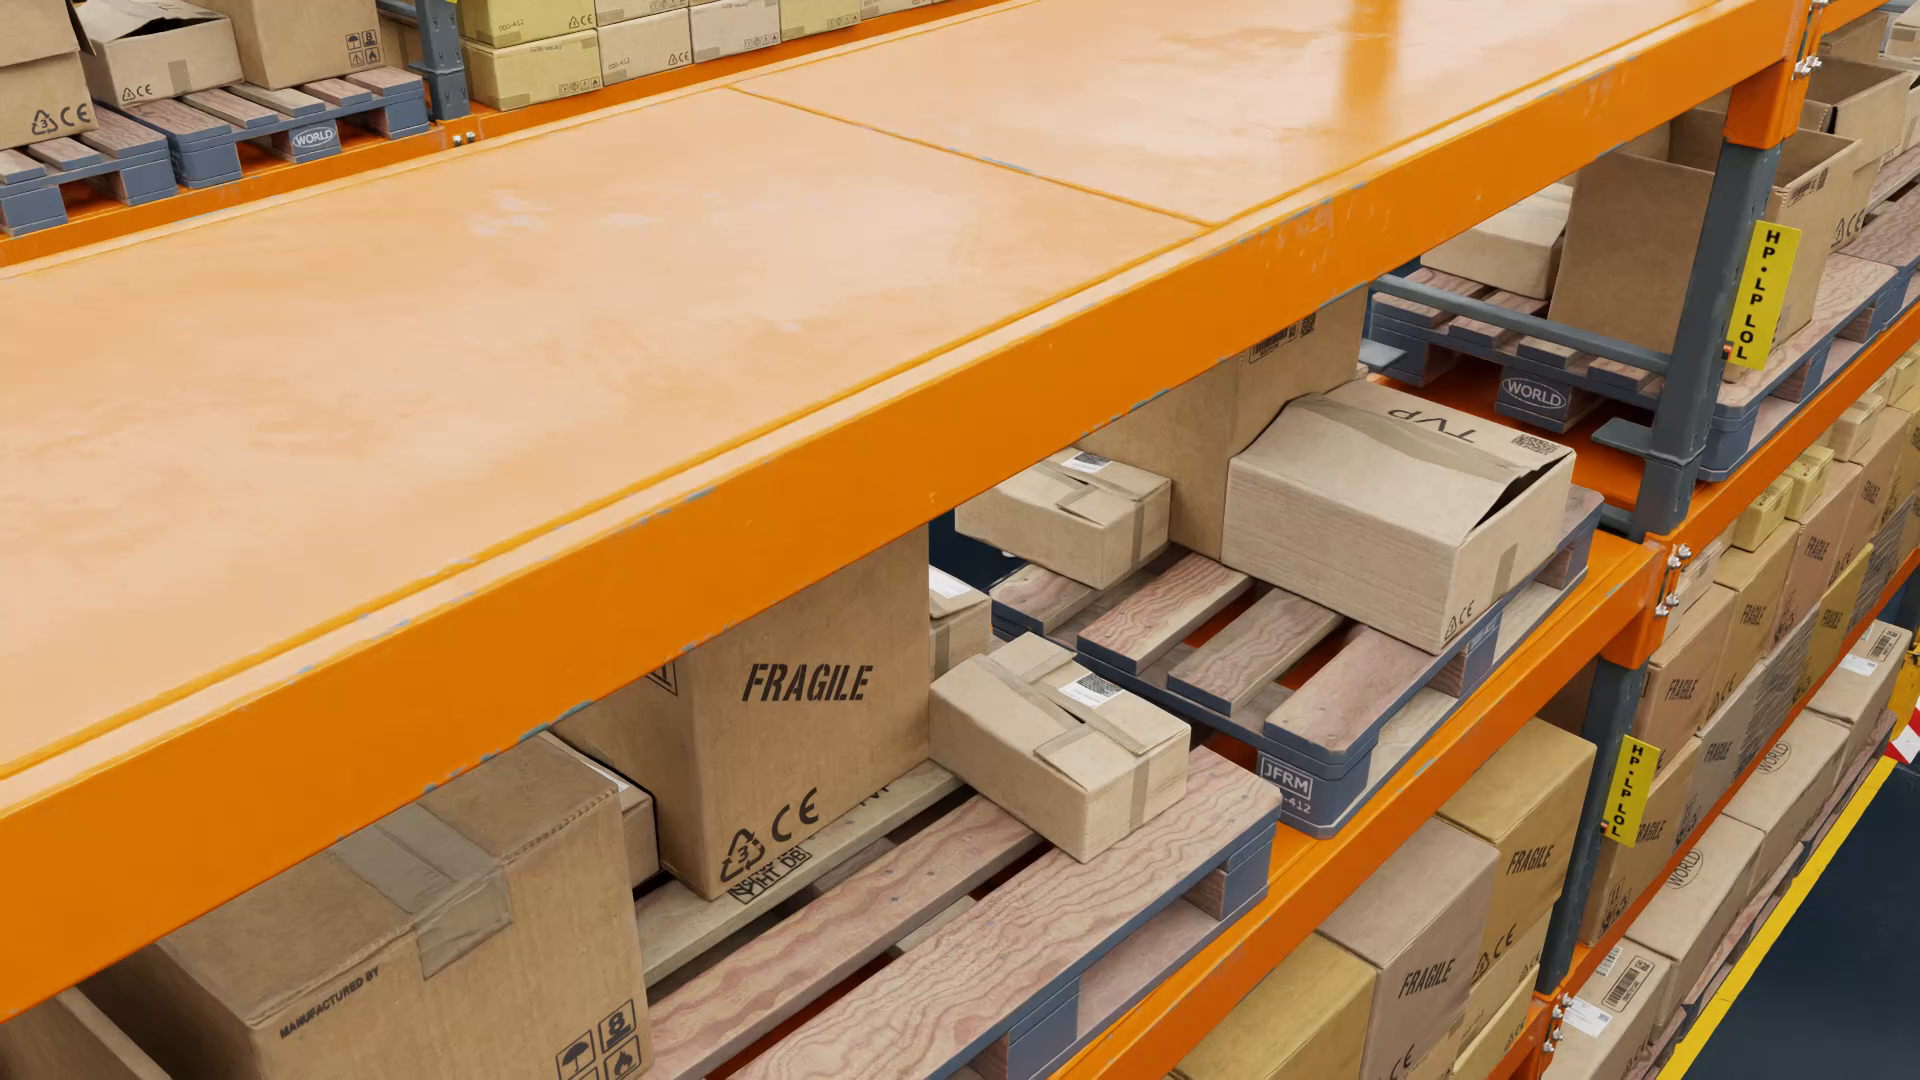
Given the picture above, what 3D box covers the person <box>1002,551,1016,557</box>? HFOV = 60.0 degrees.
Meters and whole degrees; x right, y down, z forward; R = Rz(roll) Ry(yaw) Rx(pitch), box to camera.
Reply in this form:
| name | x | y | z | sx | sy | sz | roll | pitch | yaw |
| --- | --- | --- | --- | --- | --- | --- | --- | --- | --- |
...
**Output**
| name | x | y | z | sx | sy | sz | roll | pitch | yaw |
| --- | --- | --- | --- | --- | --- | --- | --- | --- | --- |
| person | 0.483 | -0.717 | 8.850 | 0.530 | 1.769 | 0.562 | 24 | 38 | 34 |
